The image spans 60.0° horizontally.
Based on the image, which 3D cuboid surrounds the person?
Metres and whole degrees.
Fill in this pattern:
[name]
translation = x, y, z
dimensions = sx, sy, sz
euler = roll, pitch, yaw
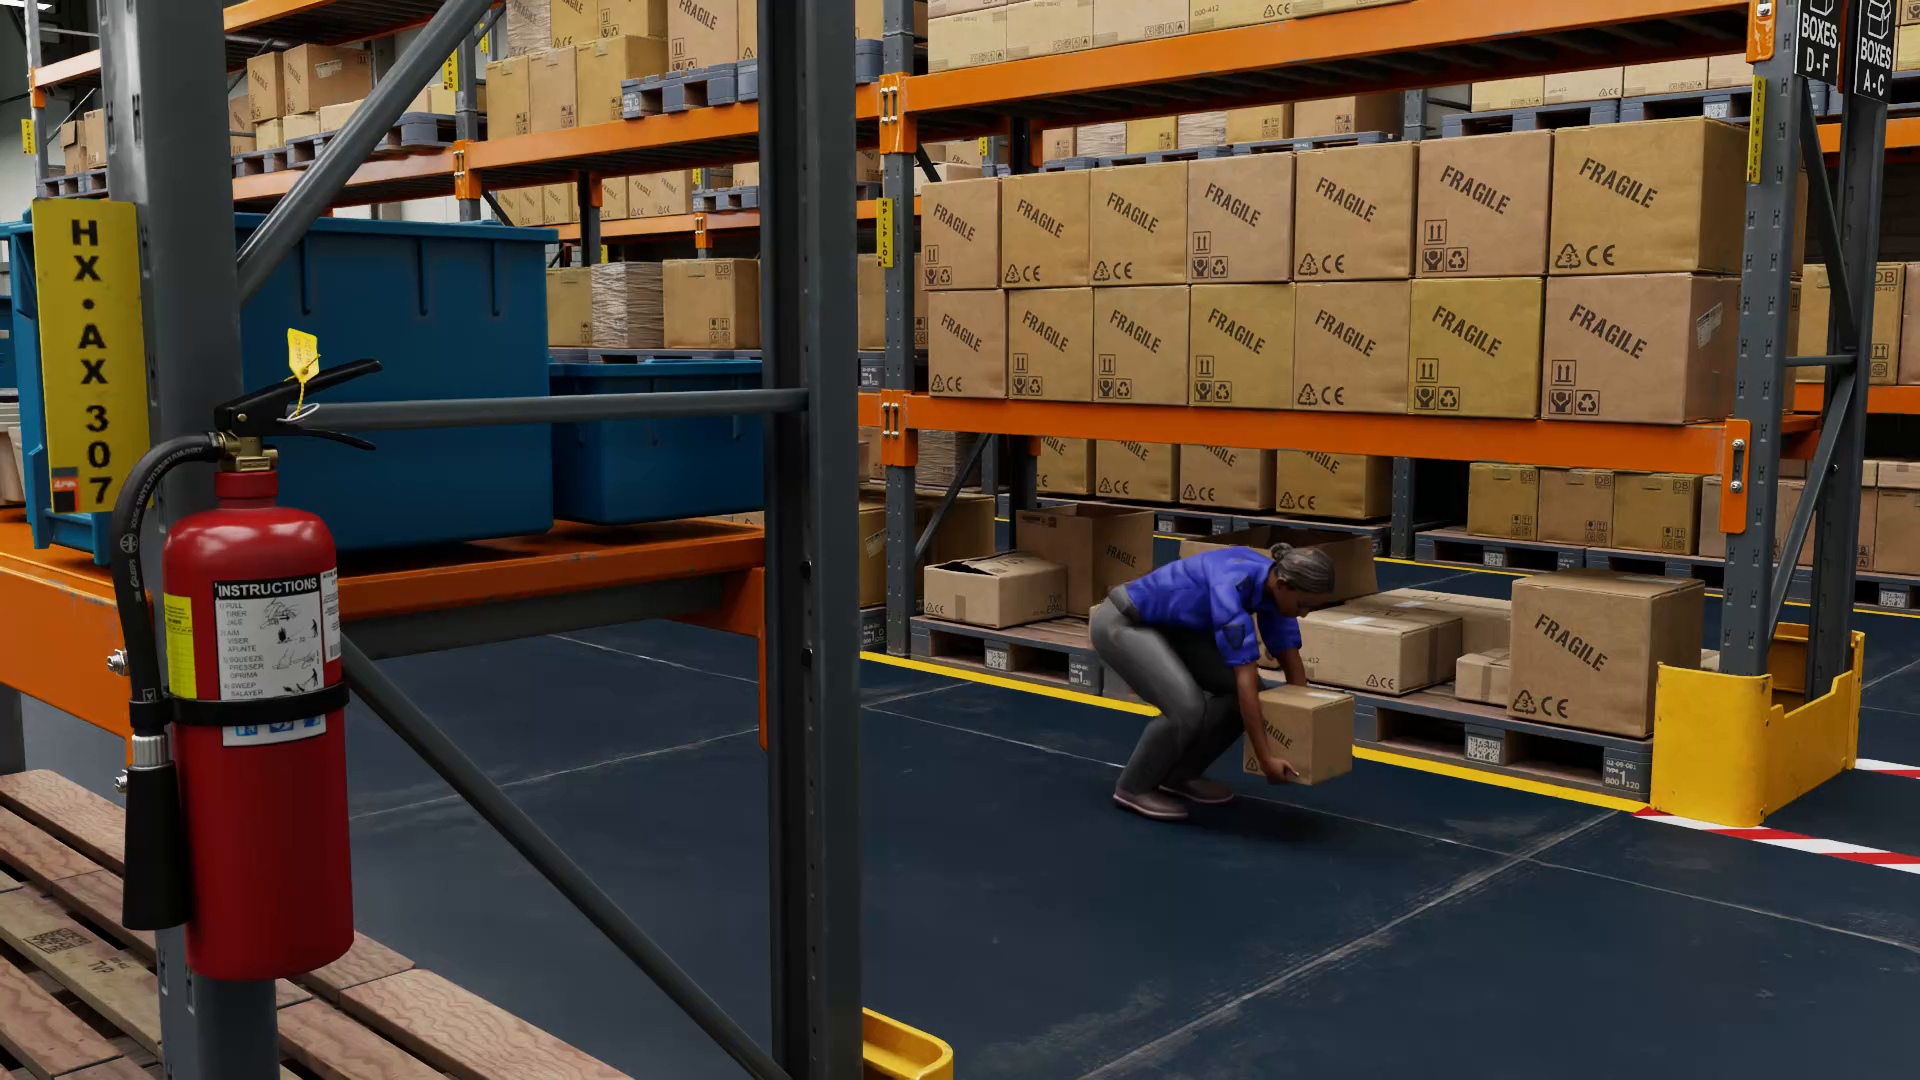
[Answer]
[person]
translation = 0.844, 0.456, 5.534
dimensions = 0.860, 0.946, 0.472
euler = 6, 9, 41
